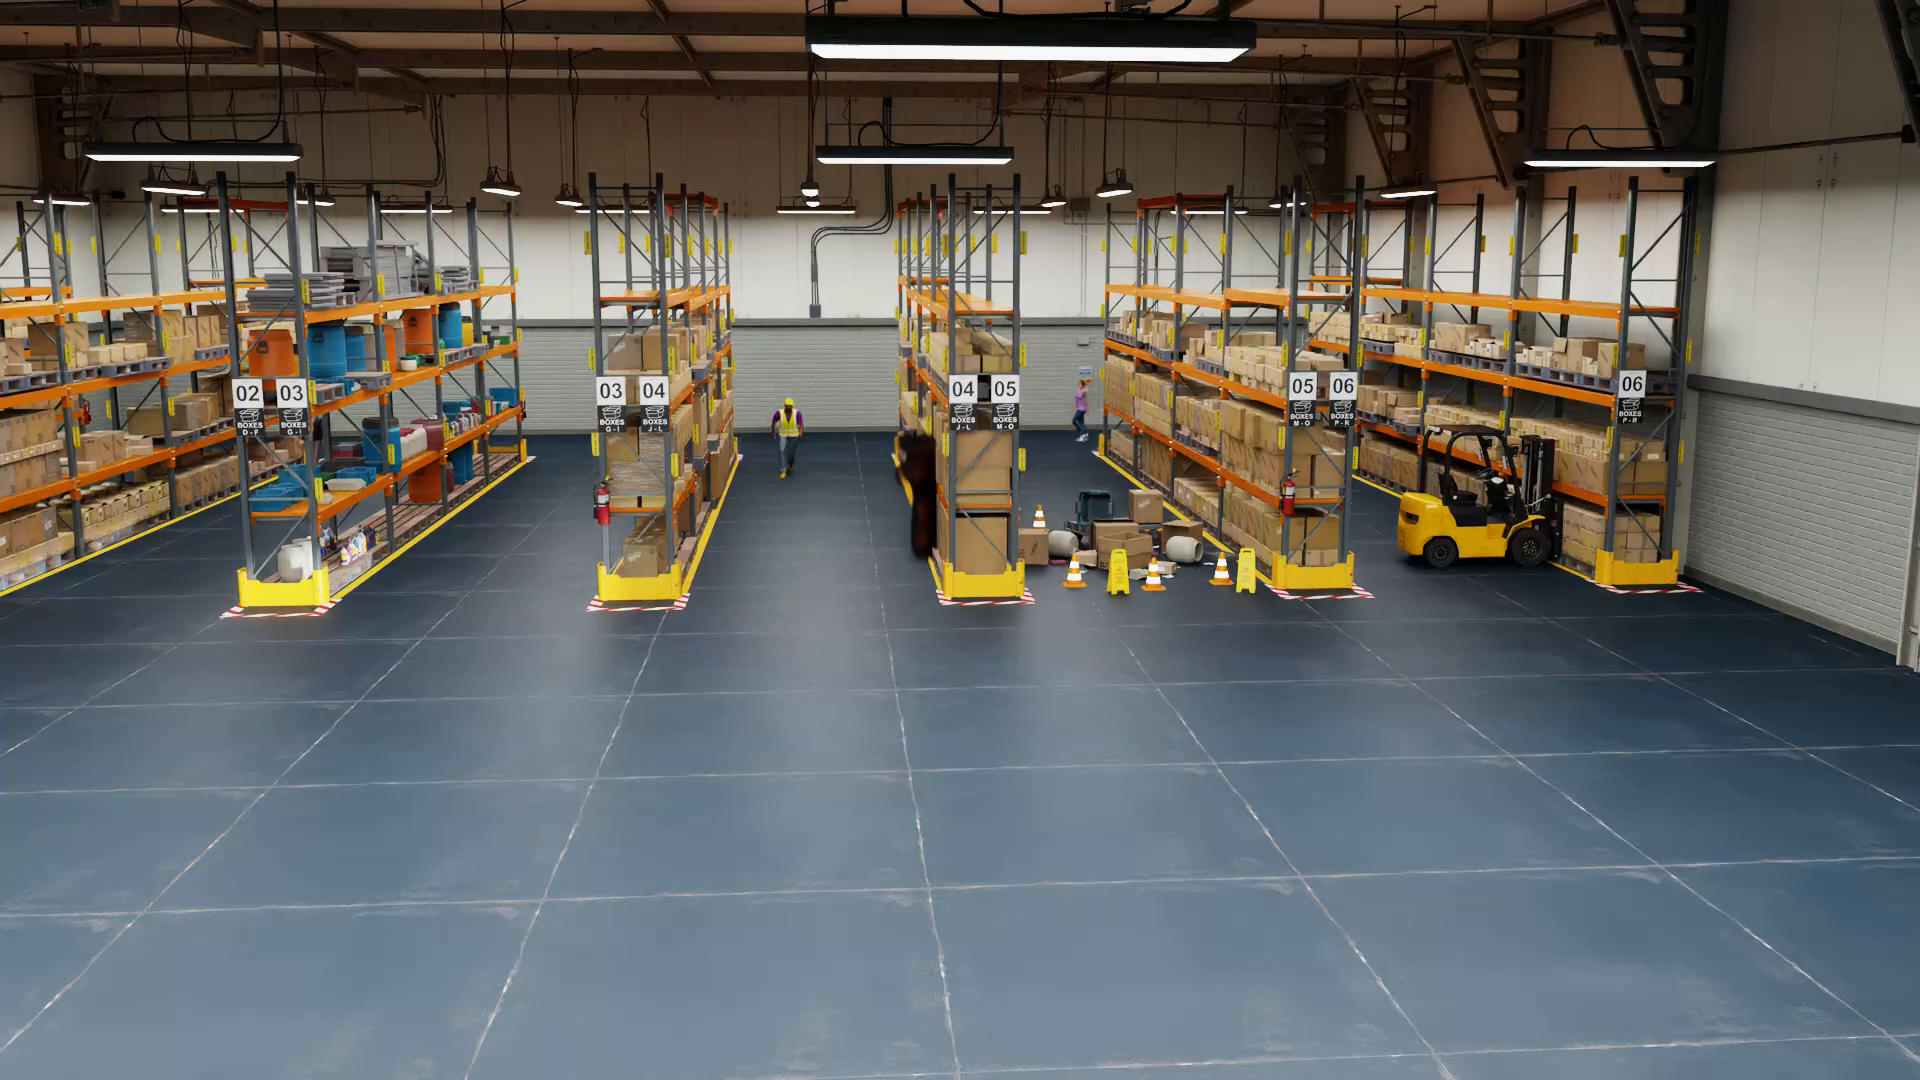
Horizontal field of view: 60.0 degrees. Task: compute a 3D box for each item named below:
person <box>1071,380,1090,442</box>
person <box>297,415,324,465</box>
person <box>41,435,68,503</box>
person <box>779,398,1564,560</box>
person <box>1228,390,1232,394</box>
[{"bbox_3d":[3.118,-3.291,42.992,0.465,1.501,0.384,0,10,-2],"label":"person"},{"bbox_3d":[-14.054,-2.133,35.969,0.496,1.687,1.012,0,10,0],"label":"person"},{"bbox_3d":[-17.899,-1.408,32.674,0.575,1.501,0.746,0,10,0],"label":"person"},{"bbox_3d":[3.296,-1.399,31.759,13.973,1.735,11.885,-1,10,-3],"label":"person"},{"bbox_3d":[6.111,-2.562,38.011,0.389,1.785,0.604,-1,10,-8],"label":"person"}]
